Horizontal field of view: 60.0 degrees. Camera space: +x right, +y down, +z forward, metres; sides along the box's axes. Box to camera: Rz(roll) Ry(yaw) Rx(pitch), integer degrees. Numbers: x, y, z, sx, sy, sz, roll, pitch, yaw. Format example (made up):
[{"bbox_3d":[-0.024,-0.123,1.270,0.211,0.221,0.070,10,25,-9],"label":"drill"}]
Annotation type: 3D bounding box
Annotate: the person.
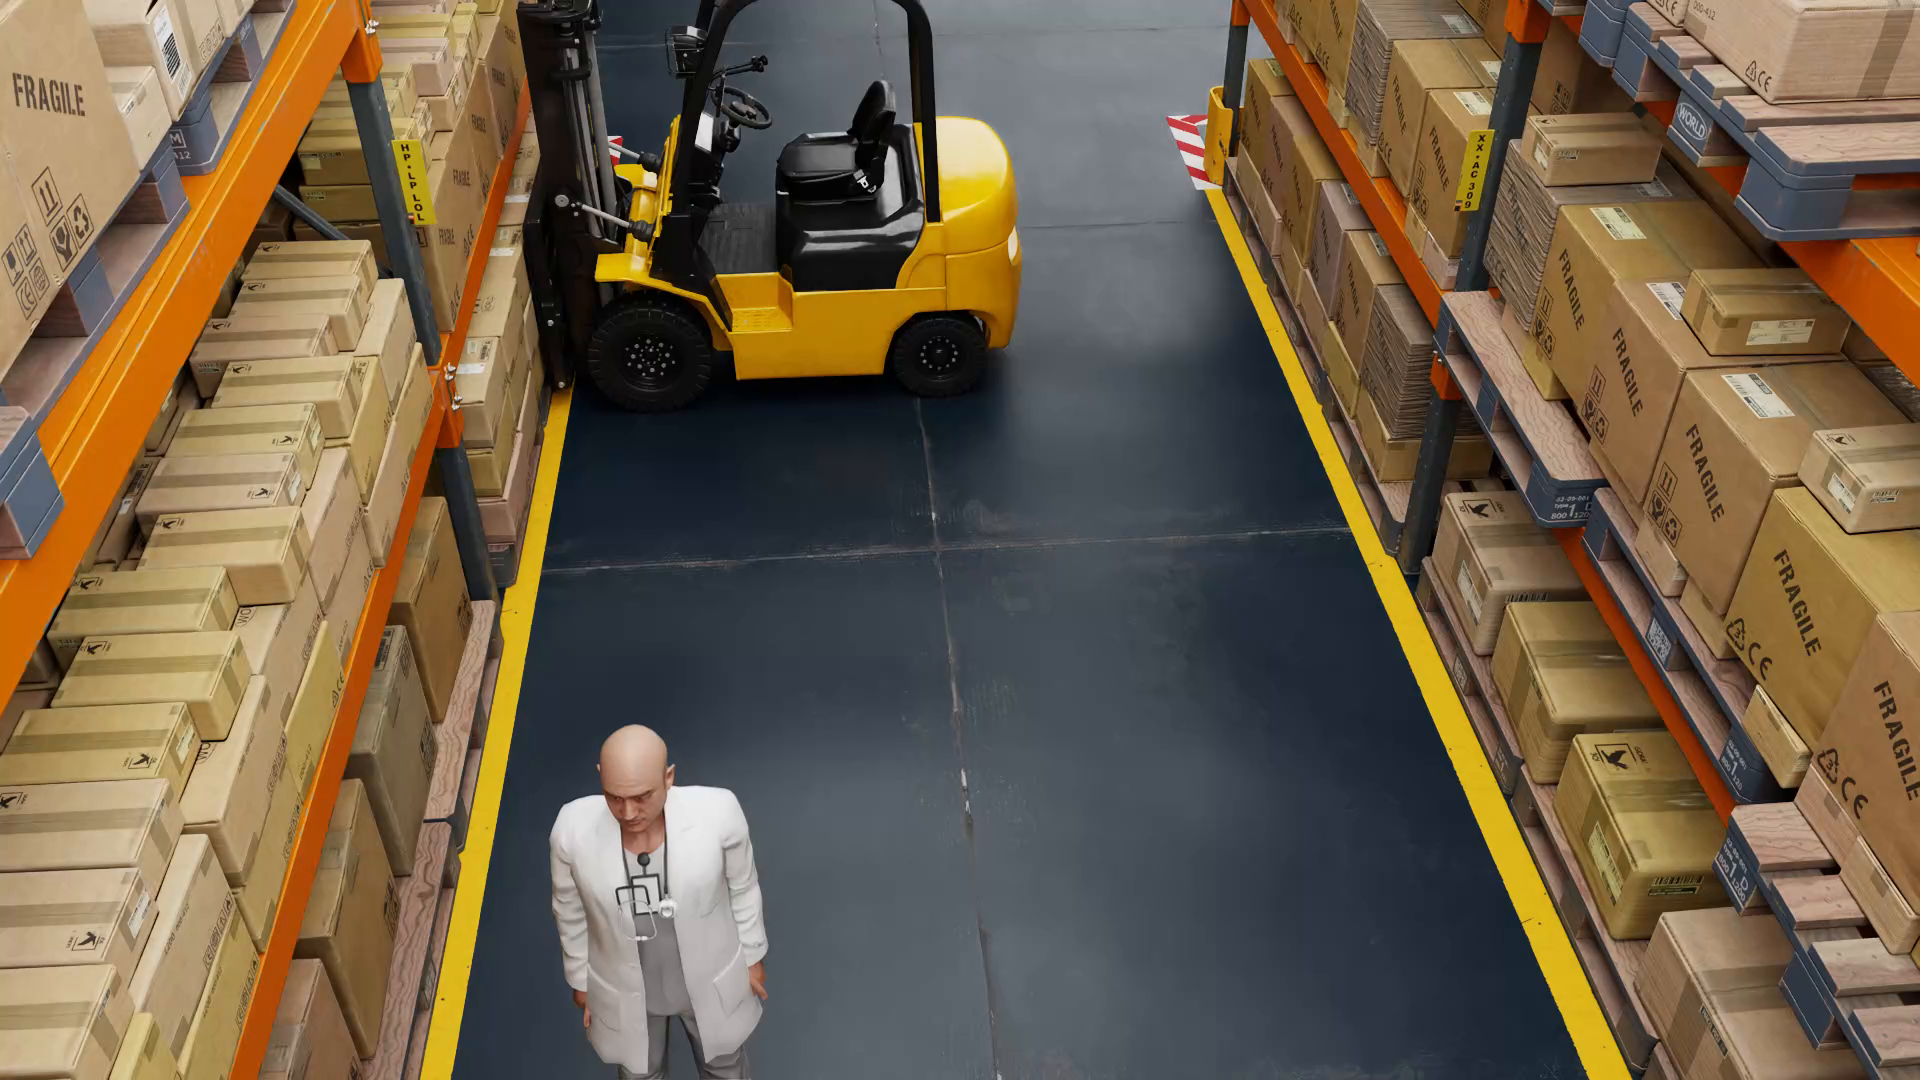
[{"bbox_3d":[-0.811,1.225,4.626,0.565,1.783,0.377,-6,39,-7],"label":"person"}]
